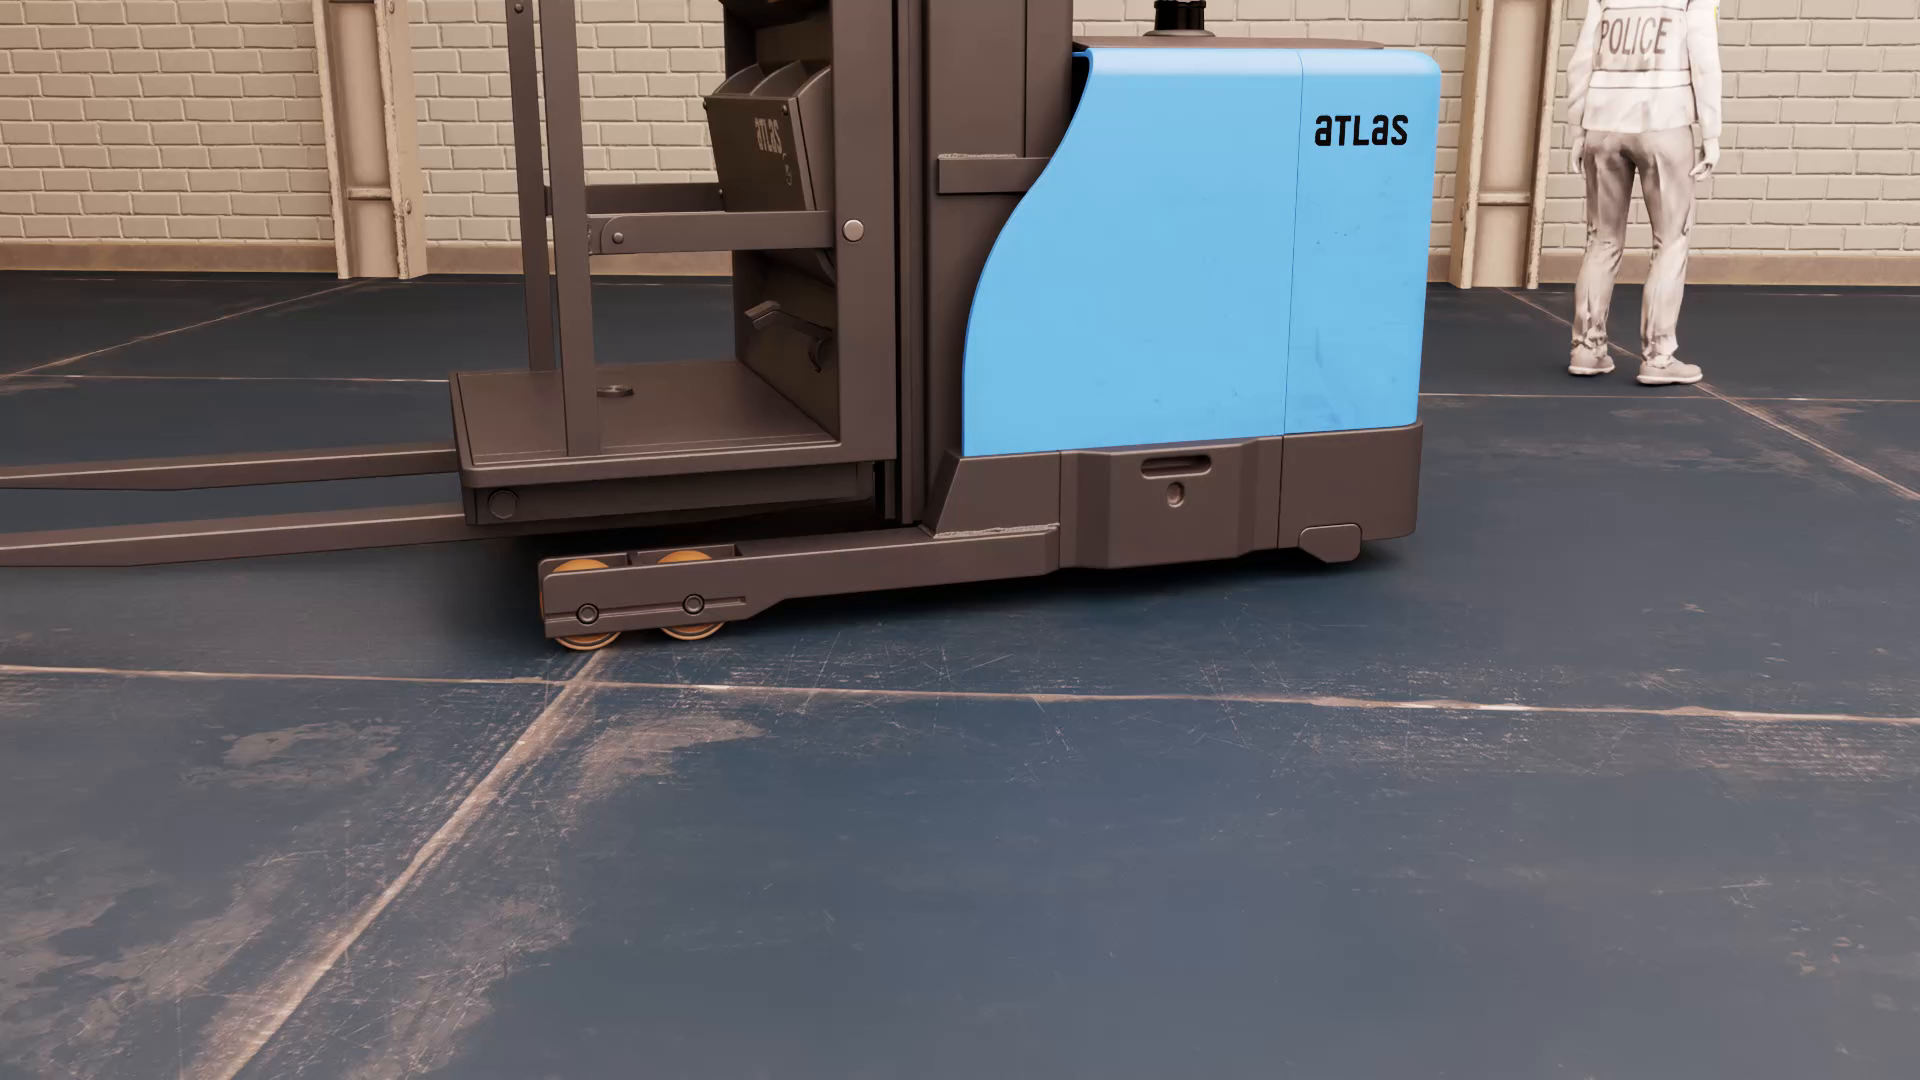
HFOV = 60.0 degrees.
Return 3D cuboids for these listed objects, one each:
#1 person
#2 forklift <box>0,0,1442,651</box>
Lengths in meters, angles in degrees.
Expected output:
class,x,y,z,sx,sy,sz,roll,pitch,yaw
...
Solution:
class,x,y,z,sx,sy,sz,roll,pitch,yaw
person,2.352,-1.382,5.736,0.373,1.663,0.529,-14,21,-42
forklift,-0.580,-1.366,3.251,3.031,2.935,1.130,-5,16,-17
